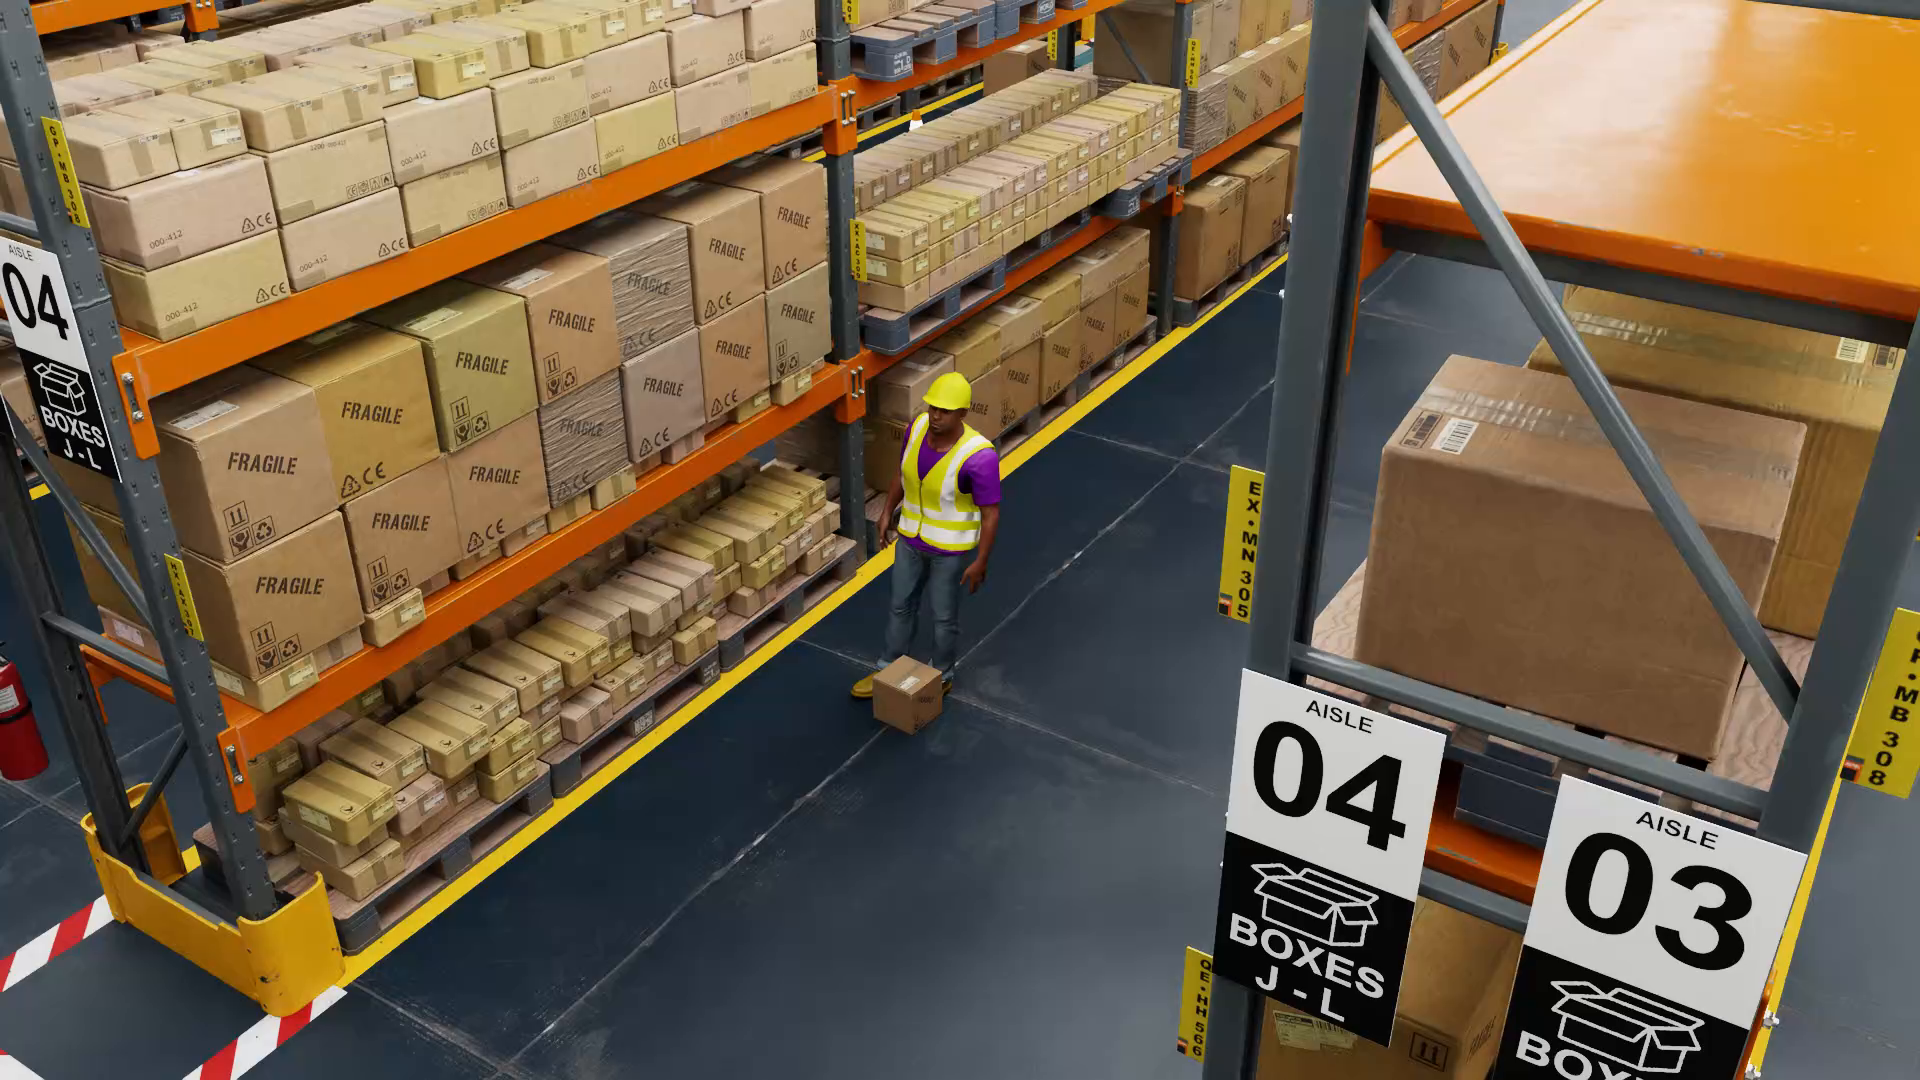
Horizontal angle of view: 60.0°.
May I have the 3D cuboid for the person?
[{"bbox_3d":[-0.161,0.026,8.102,0.665,1.765,0.577,22,37,33],"label":"person"}]
